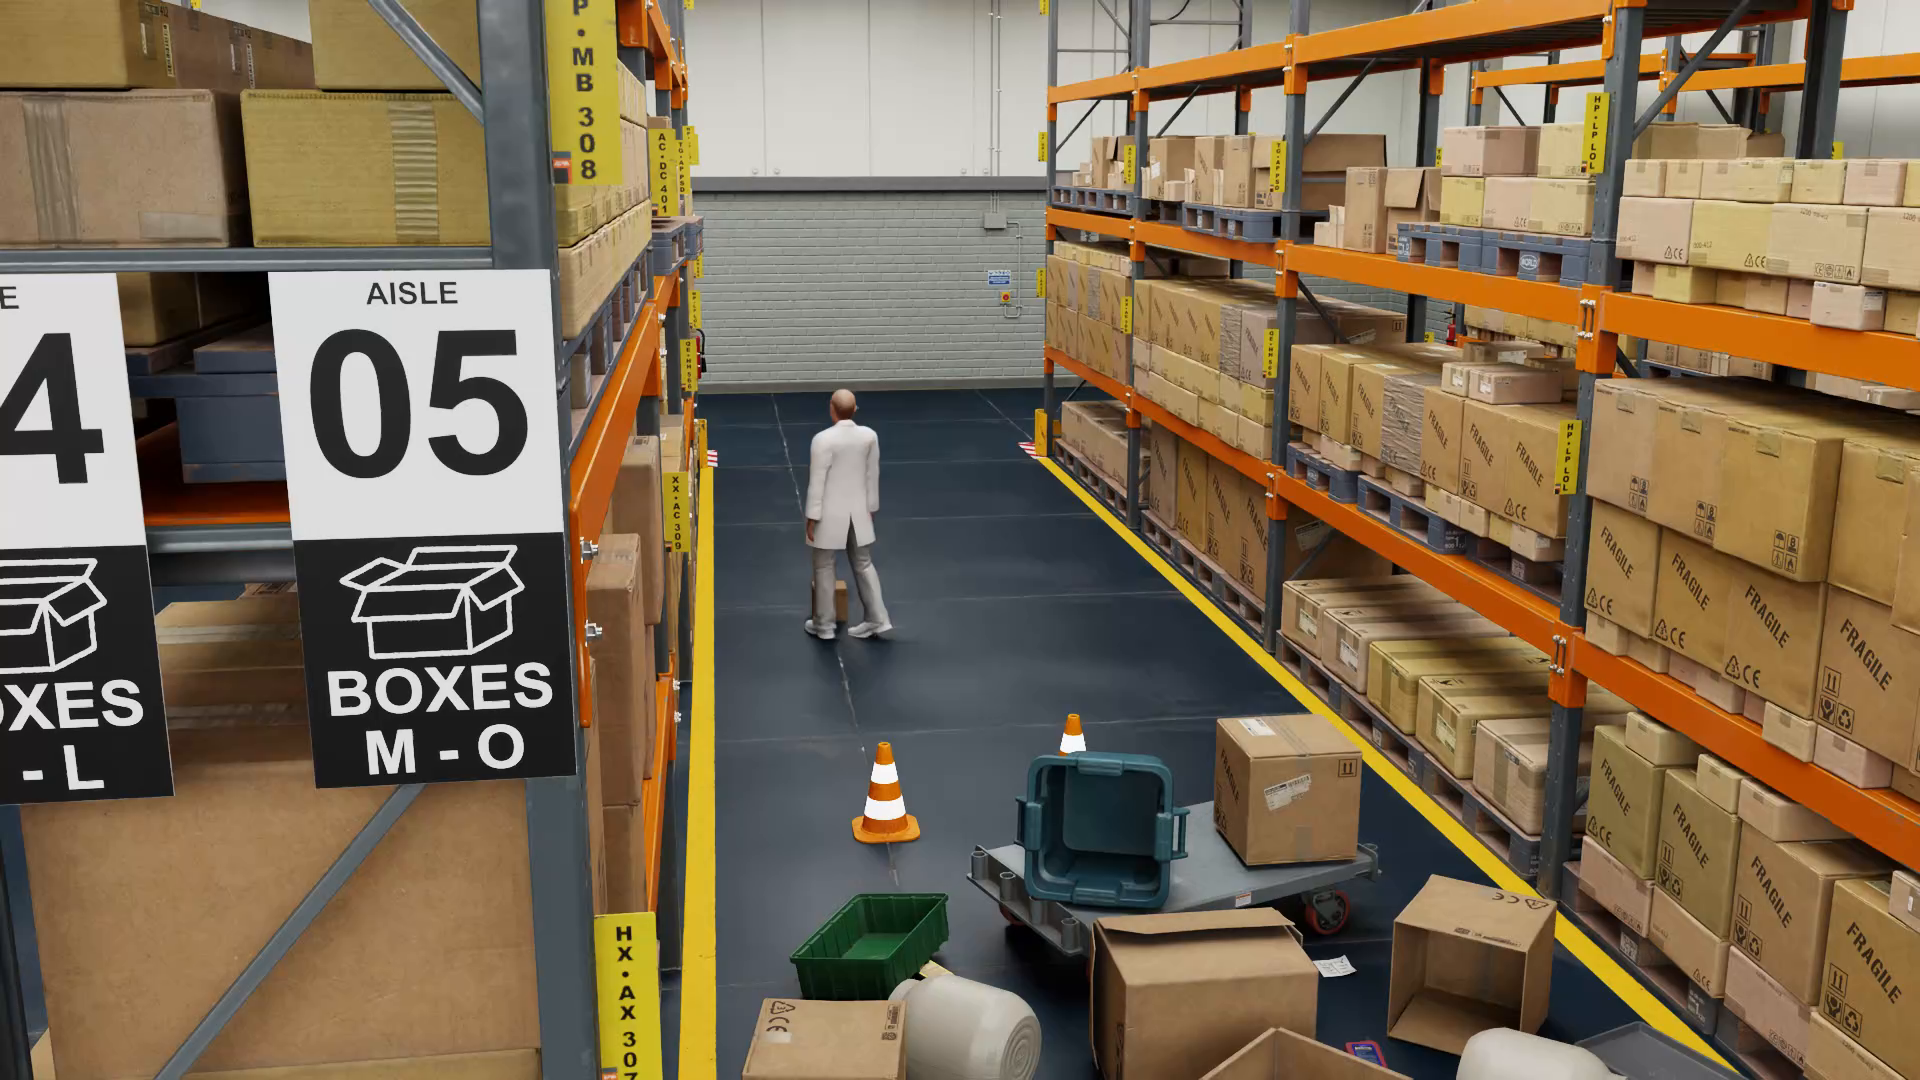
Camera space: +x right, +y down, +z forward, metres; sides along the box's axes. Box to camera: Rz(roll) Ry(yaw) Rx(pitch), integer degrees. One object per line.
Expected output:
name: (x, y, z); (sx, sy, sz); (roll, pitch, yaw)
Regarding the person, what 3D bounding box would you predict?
person: (-0.845, -0.173, 11.773); (0.611, 1.807, 0.589); (-8, 15, -31)
